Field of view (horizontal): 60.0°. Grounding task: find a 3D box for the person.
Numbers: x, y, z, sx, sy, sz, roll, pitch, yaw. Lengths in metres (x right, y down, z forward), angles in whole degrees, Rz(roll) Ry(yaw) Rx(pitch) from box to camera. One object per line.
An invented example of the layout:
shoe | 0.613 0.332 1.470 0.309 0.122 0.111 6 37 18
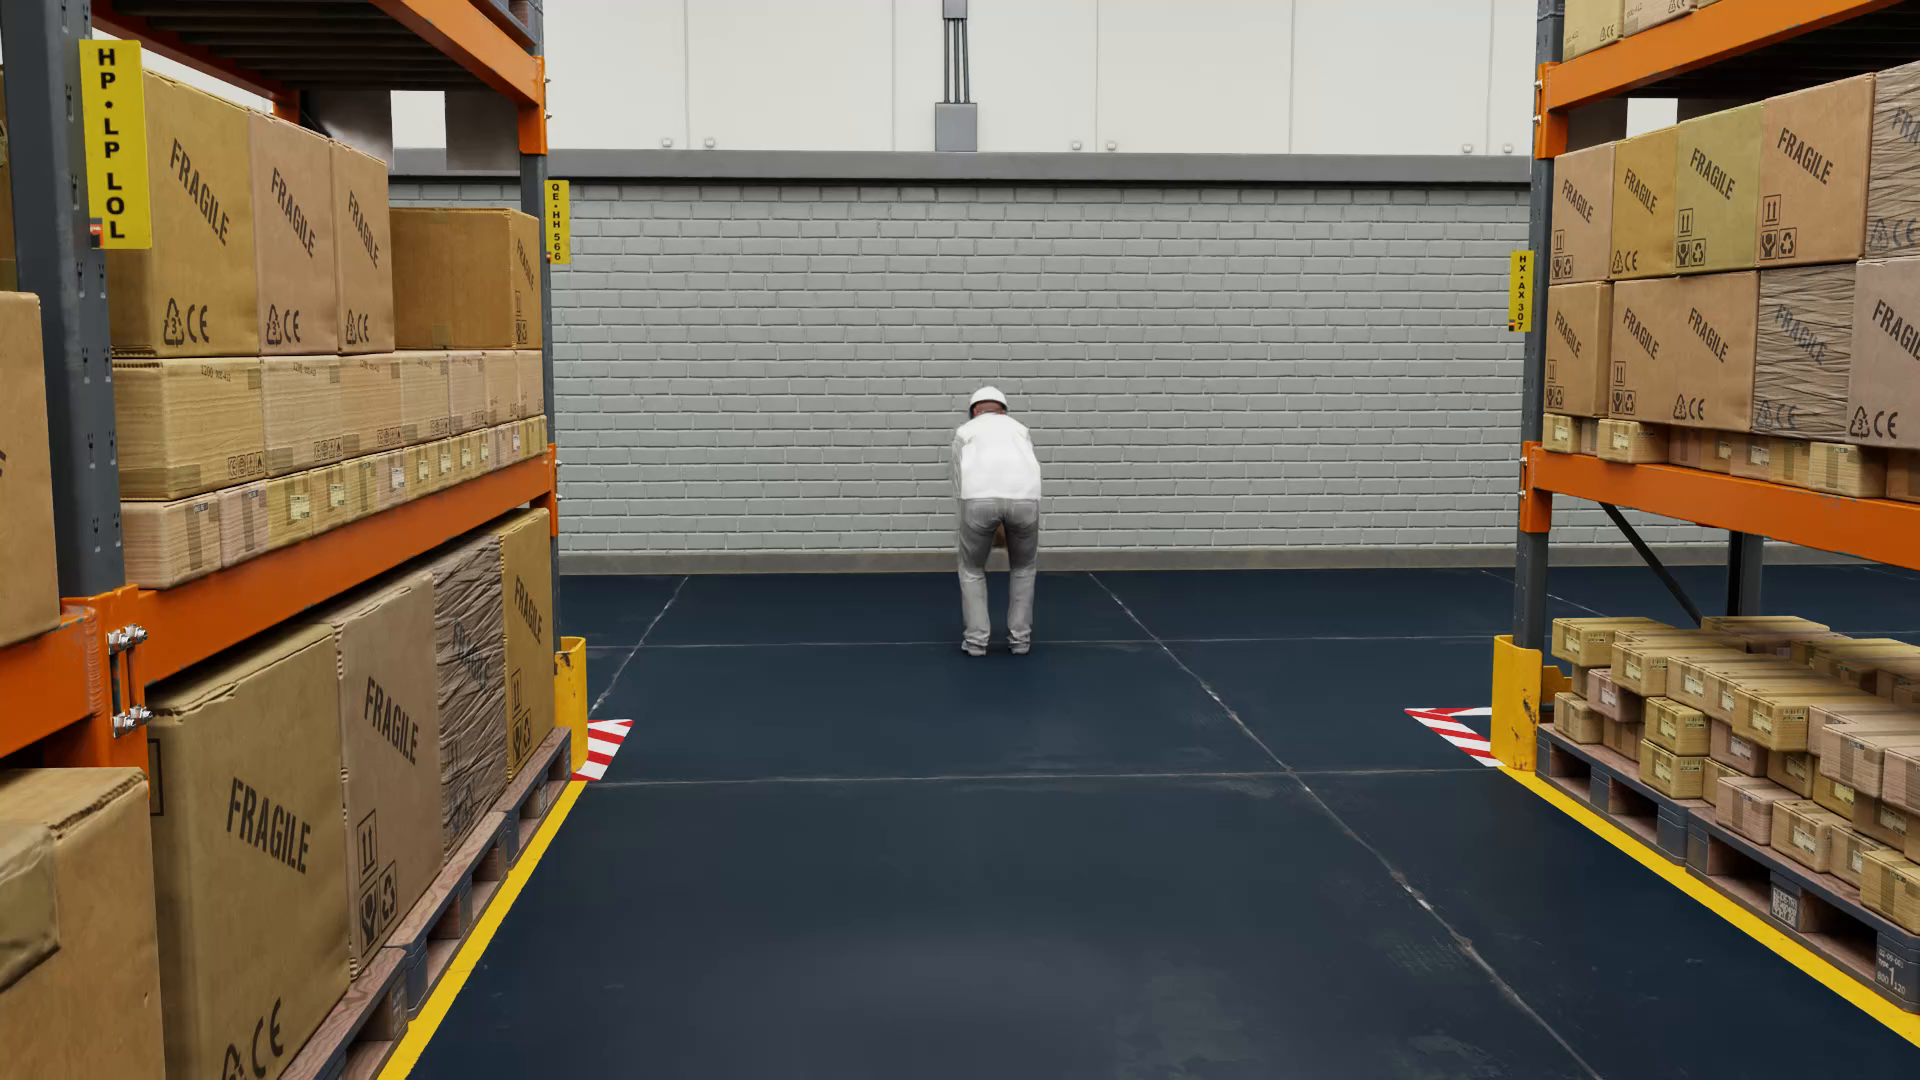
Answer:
person | 0.193 -0.122 9.421 0.467 1.477 0.870 -1 7 -5
